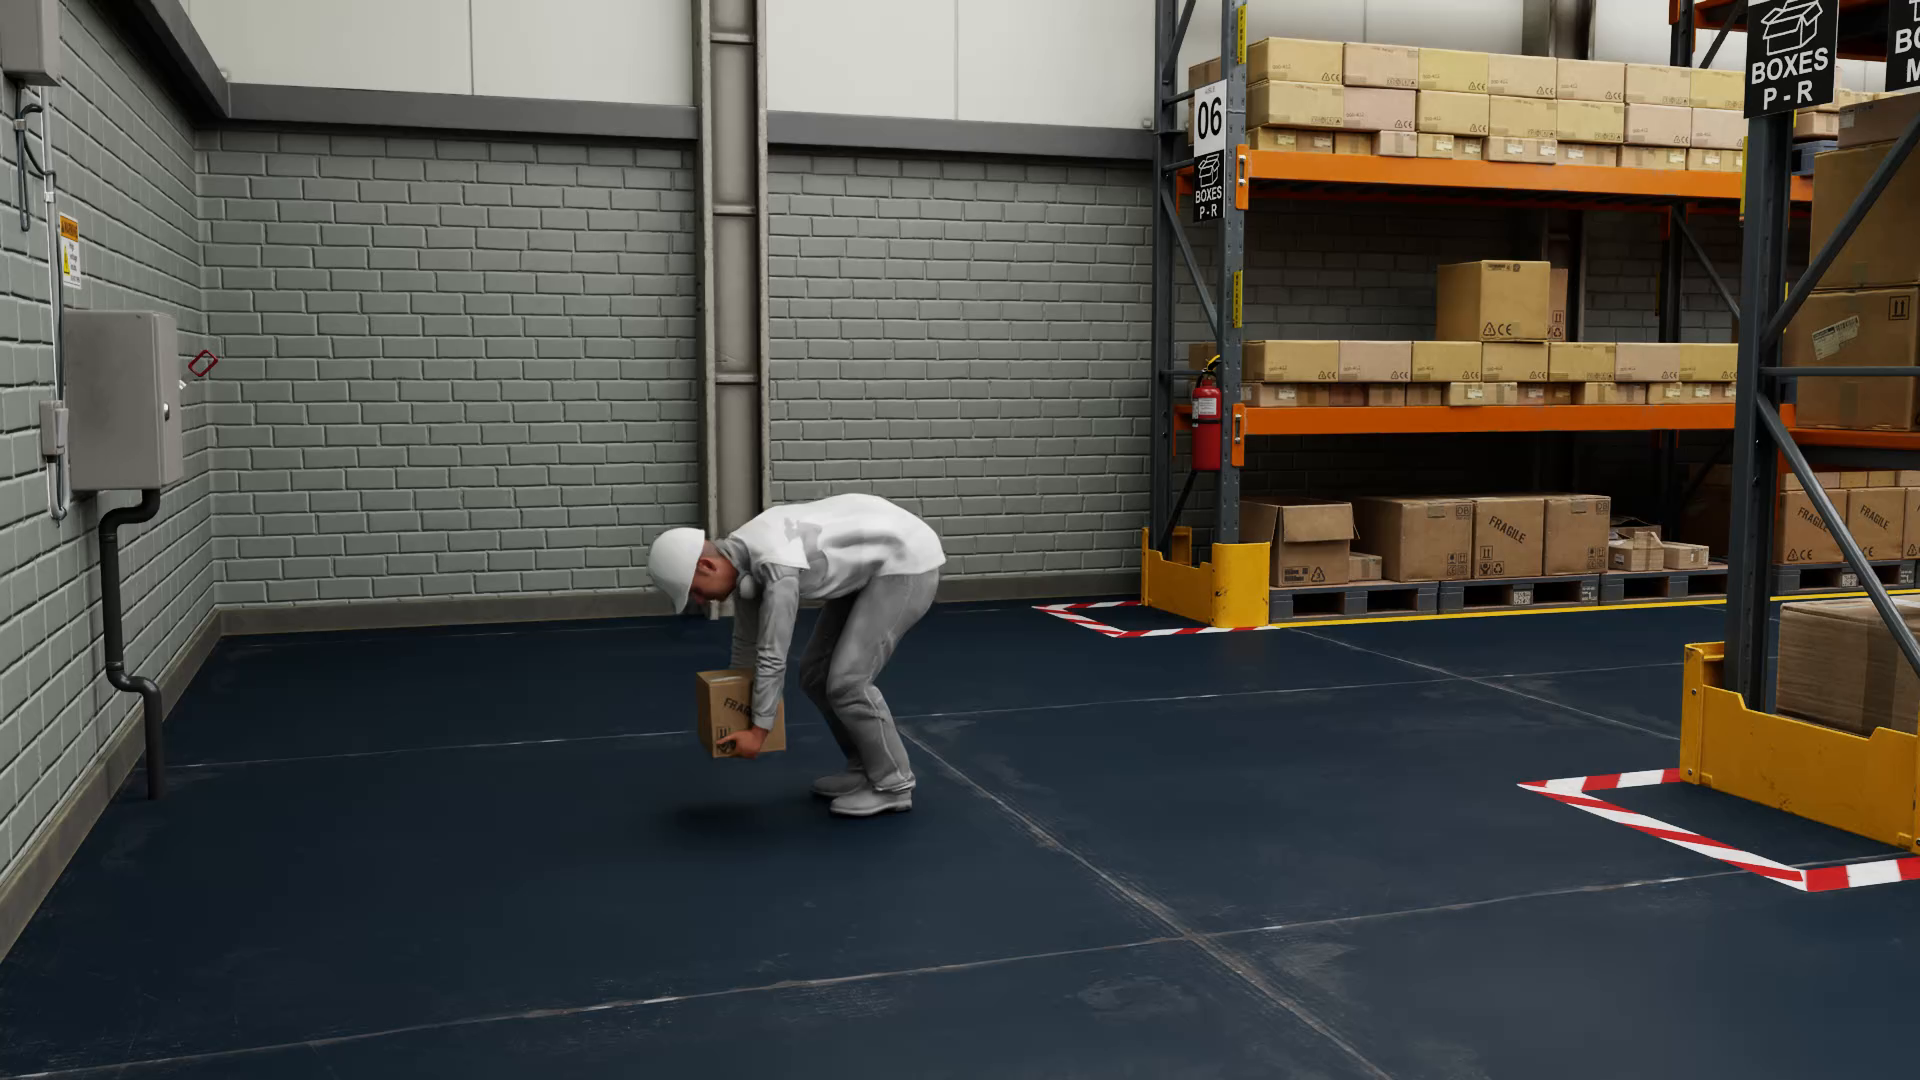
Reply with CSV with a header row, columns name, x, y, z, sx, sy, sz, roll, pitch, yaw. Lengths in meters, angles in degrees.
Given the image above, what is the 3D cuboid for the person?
name,x,y,z,sx,sy,sz,roll,pitch,yaw
person,-0.557,0.391,5.712,1.013,1.089,0.481,-2,6,-21
